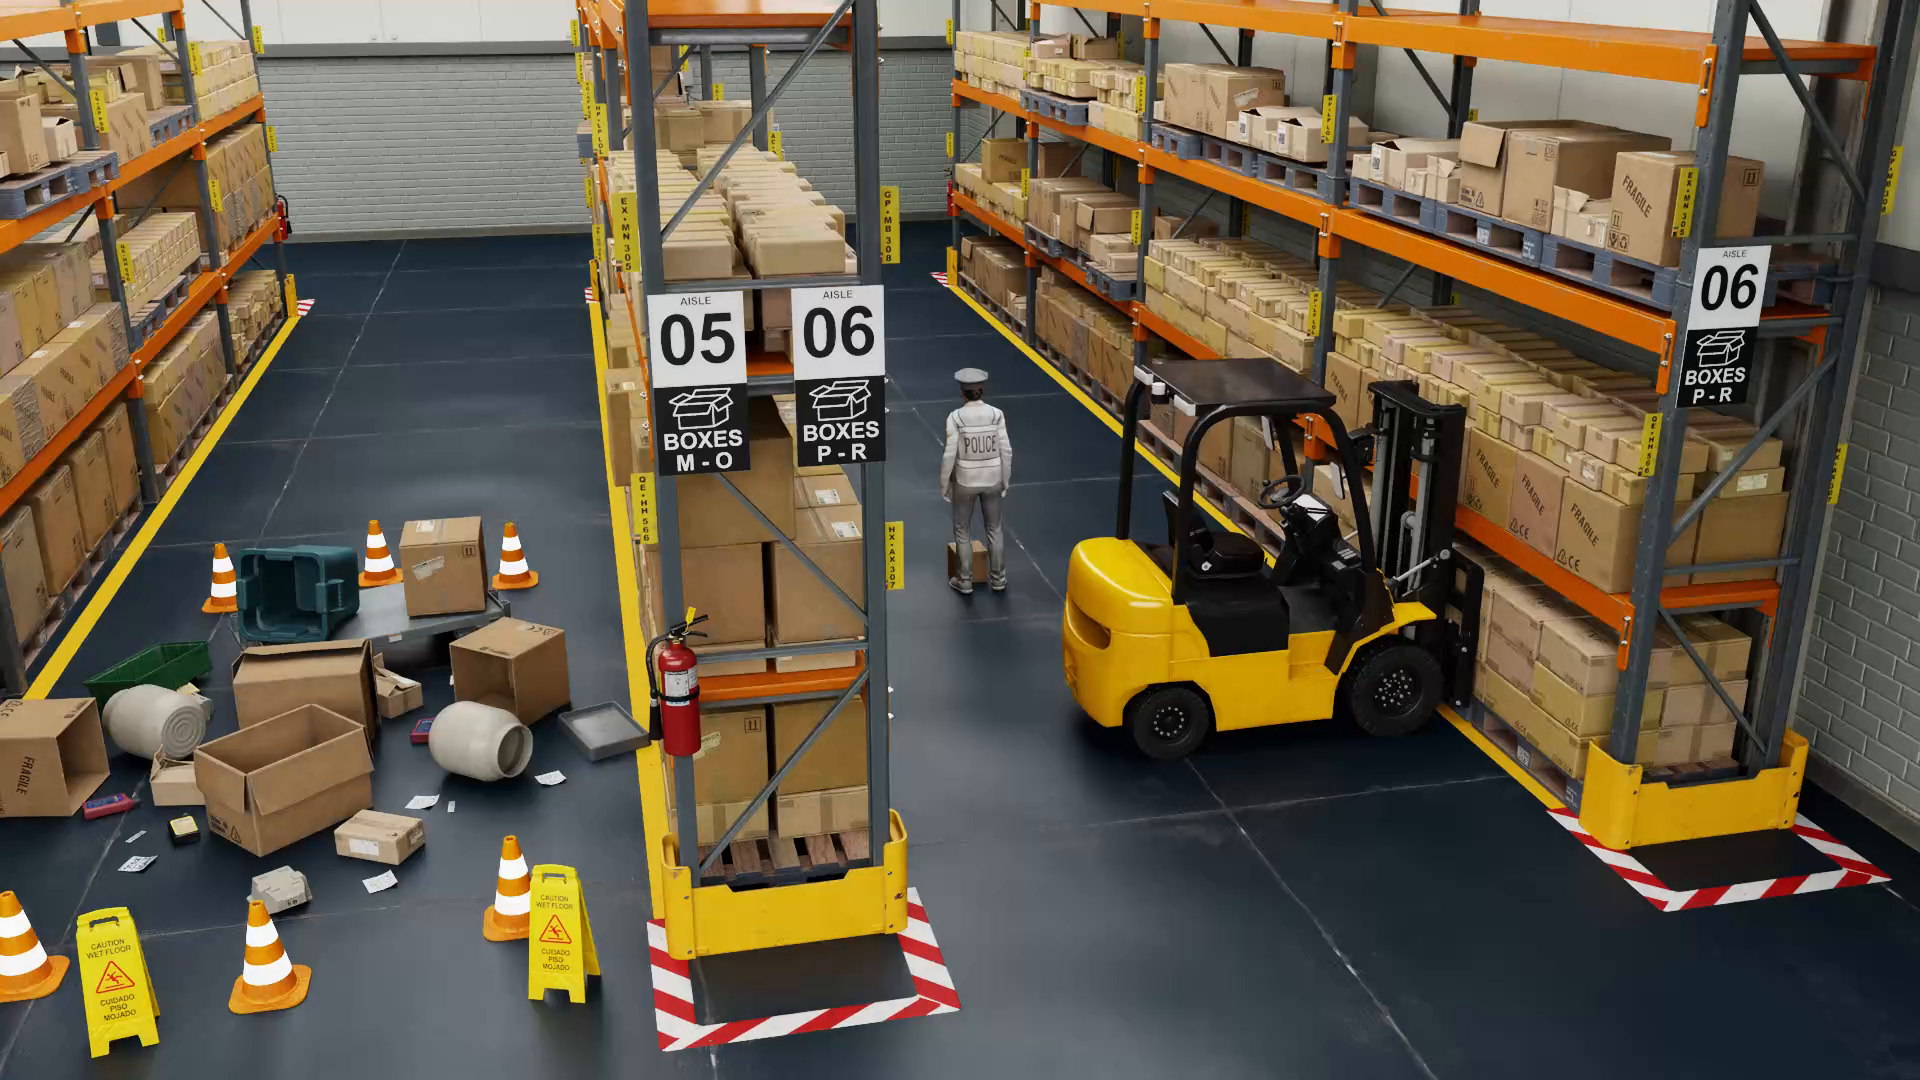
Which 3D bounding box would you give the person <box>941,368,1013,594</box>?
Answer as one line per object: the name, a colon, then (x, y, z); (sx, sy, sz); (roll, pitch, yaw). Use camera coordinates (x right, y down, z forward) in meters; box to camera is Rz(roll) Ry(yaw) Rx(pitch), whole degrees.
person: (0.123, -0.417, 12.228); (0.530, 1.663, 0.371); (-4, 20, -12)
